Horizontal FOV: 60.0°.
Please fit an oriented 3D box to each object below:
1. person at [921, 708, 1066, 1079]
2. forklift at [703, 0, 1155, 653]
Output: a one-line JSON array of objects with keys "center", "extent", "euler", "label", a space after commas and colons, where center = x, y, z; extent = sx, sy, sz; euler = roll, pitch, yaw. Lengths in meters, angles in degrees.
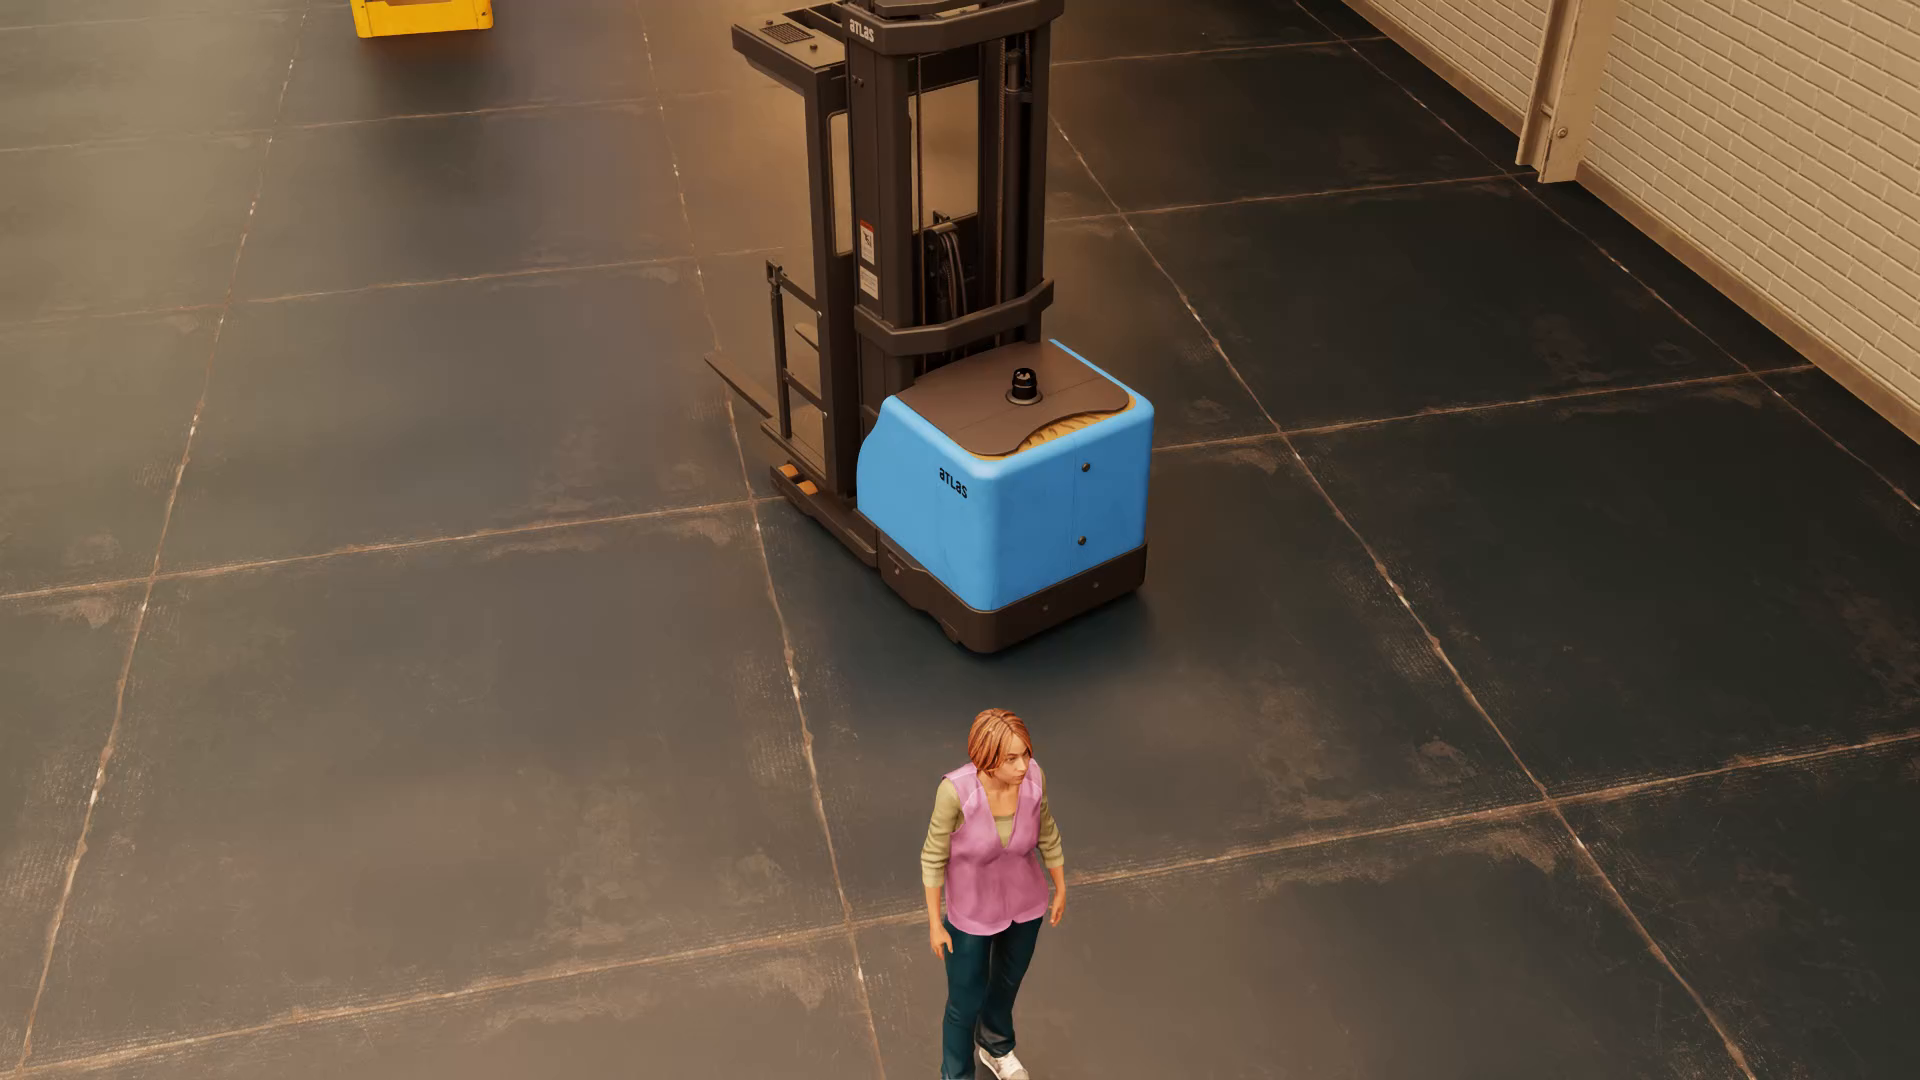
[{"center": [0.136, 1.255, 5.436], "extent": [0.520, 1.597, 0.475], "euler": [-15, 38, -20], "label": "person"}, {"center": [-0.350, -1.480, 8.107], "extent": [1.130, 2.935, 3.031], "euler": [-22, 41, -28], "label": "forklift"}]
